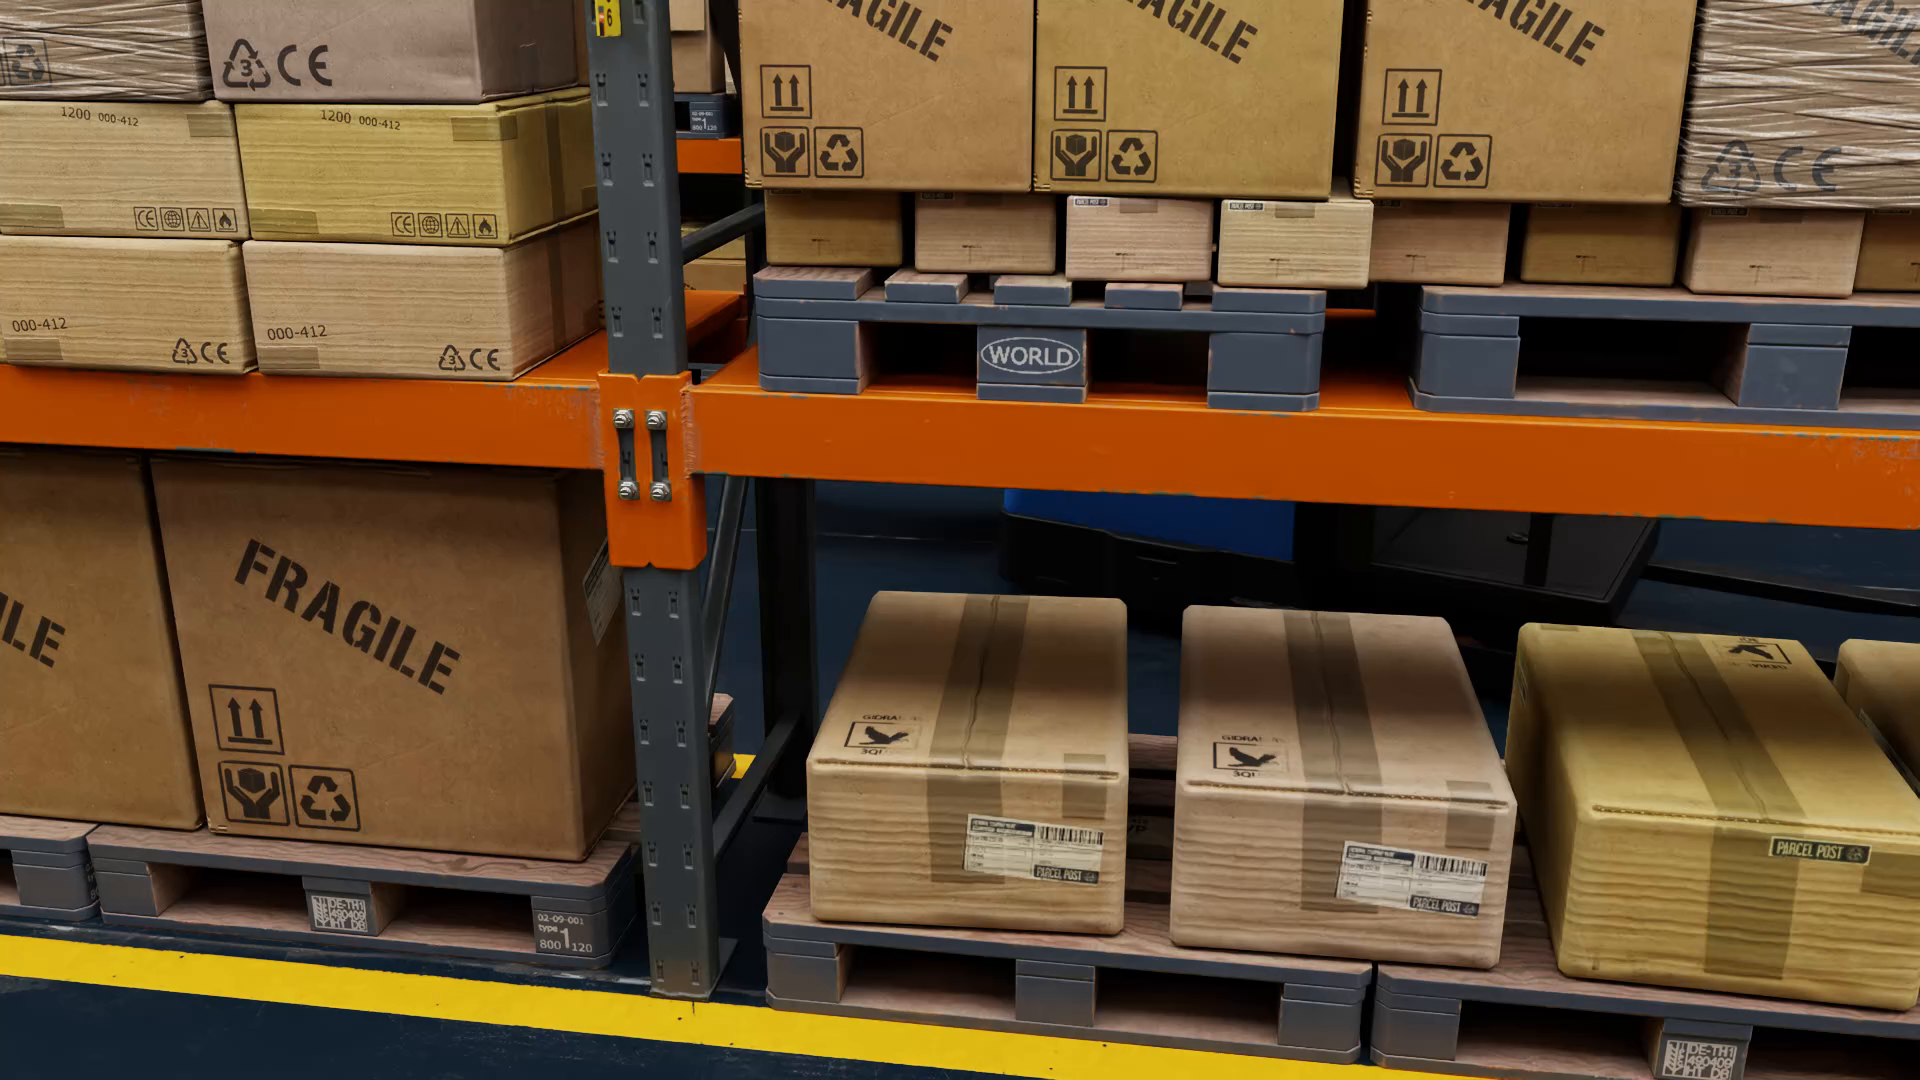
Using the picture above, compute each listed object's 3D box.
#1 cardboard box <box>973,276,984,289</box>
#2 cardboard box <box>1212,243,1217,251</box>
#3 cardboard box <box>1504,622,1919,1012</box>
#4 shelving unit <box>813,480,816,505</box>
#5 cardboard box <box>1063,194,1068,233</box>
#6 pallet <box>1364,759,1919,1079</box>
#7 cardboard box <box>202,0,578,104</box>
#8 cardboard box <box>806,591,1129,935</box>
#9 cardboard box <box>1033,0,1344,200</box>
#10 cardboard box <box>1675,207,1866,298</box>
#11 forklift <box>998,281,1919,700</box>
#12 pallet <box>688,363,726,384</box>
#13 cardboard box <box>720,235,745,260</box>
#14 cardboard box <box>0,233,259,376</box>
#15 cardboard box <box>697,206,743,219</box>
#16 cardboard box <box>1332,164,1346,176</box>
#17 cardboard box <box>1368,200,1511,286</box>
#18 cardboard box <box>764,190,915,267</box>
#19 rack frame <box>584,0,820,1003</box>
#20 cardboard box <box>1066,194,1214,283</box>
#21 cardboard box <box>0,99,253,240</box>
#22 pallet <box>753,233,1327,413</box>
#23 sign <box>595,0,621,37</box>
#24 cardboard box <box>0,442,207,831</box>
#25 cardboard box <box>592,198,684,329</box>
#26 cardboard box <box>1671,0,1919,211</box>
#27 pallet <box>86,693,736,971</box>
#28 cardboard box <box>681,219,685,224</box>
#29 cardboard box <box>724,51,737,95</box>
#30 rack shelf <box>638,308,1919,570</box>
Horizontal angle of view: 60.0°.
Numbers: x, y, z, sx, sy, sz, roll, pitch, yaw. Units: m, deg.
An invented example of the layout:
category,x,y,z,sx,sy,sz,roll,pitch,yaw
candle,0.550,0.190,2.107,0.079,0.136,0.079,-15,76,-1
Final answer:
category,x,y,z,sx,sy,sz,roll,pitch,yaw
cardboard box,-0.171,-1.147,8.281,0.500,0.500,0.500,3,19,10
cardboard box,1.541,-1.186,8.201,0.625,0.625,0.875,4,19,10
cardboard box,1.531,0.529,3.474,0.625,0.372,0.950,4,19,10
shelving unit,-0.149,-0.756,6.200,1.048,1.500,0.538,4,19,11
cardboard box,0.134,-0.770,3.612,0.250,0.149,0.380,3,19,9
pallet,1.469,0.800,3.578,1.213,0.211,1.003,3,19,9
cardboard box,-1.055,-1.090,3.099,0.500,0.500,0.500,2,19,7
cardboard box,0.053,0.455,3.696,0.625,0.372,0.950,2,19,5
cardboard box,0.420,-0.892,2.955,0.500,0.500,0.500,4,19,11
cardboard box,1.377,-0.533,2.902,0.250,0.149,0.380,4,19,10
forklift,1.669,-1.098,4.965,3.031,2.935,1.130,10,21,28
pallet,-1.652,-0.968,8.864,1.213,0.211,1.003,3,19,9
cardboard box,-1.028,-1.505,8.328,0.250,0.149,0.380,3,19,10
cardboard box,-1.550,-0.518,3.359,0.500,0.250,0.500,3,19,10
cardboard box,-1.220,-1.674,8.835,0.250,0.149,0.380,3,19,7
cardboard box,0.911,-0.747,3.542,0.250,0.149,0.380,3,19,10
cardboard box,0.844,-0.568,3.008,0.250,0.149,0.380,4,19,12
cardboard box,-0.212,-0.629,3.191,0.250,0.149,0.380,2,19,5
rack frame,-0.503,-0.624,3.440,0.127,3.000,1.000,3,19,9
cardboard box,0.325,-0.576,3.032,0.250,0.149,0.380,2,19,5
cardboard box,-1.528,-0.759,3.293,0.500,0.250,0.500,2,19,7
pallet,0.218,-0.530,3.463,1.003,0.211,1.213,3,19,9
sign,-0.588,-0.999,2.736,0.005,0.325,0.100,3,19,9
cardboard box,-2.052,0.078,4.031,0.875,0.875,0.875,3,19,9
cardboard box,-0.946,-0.656,3.773,0.500,0.250,0.500,3,19,8
cardboard box,1.438,-0.840,2.798,0.500,0.500,0.500,2,19,7
pallet,-1.269,0.635,4.072,1.213,0.211,1.003,3,19,9
cardboard box,-1.552,-1.522,8.378,0.250,0.149,0.380,2,19,6
cardboard box,-0.812,-2.259,7.901,0.500,0.250,0.500,2,19,6
rack shelf,1.472,-0.182,3.254,4.000,0.370,1.077,3,19,9
